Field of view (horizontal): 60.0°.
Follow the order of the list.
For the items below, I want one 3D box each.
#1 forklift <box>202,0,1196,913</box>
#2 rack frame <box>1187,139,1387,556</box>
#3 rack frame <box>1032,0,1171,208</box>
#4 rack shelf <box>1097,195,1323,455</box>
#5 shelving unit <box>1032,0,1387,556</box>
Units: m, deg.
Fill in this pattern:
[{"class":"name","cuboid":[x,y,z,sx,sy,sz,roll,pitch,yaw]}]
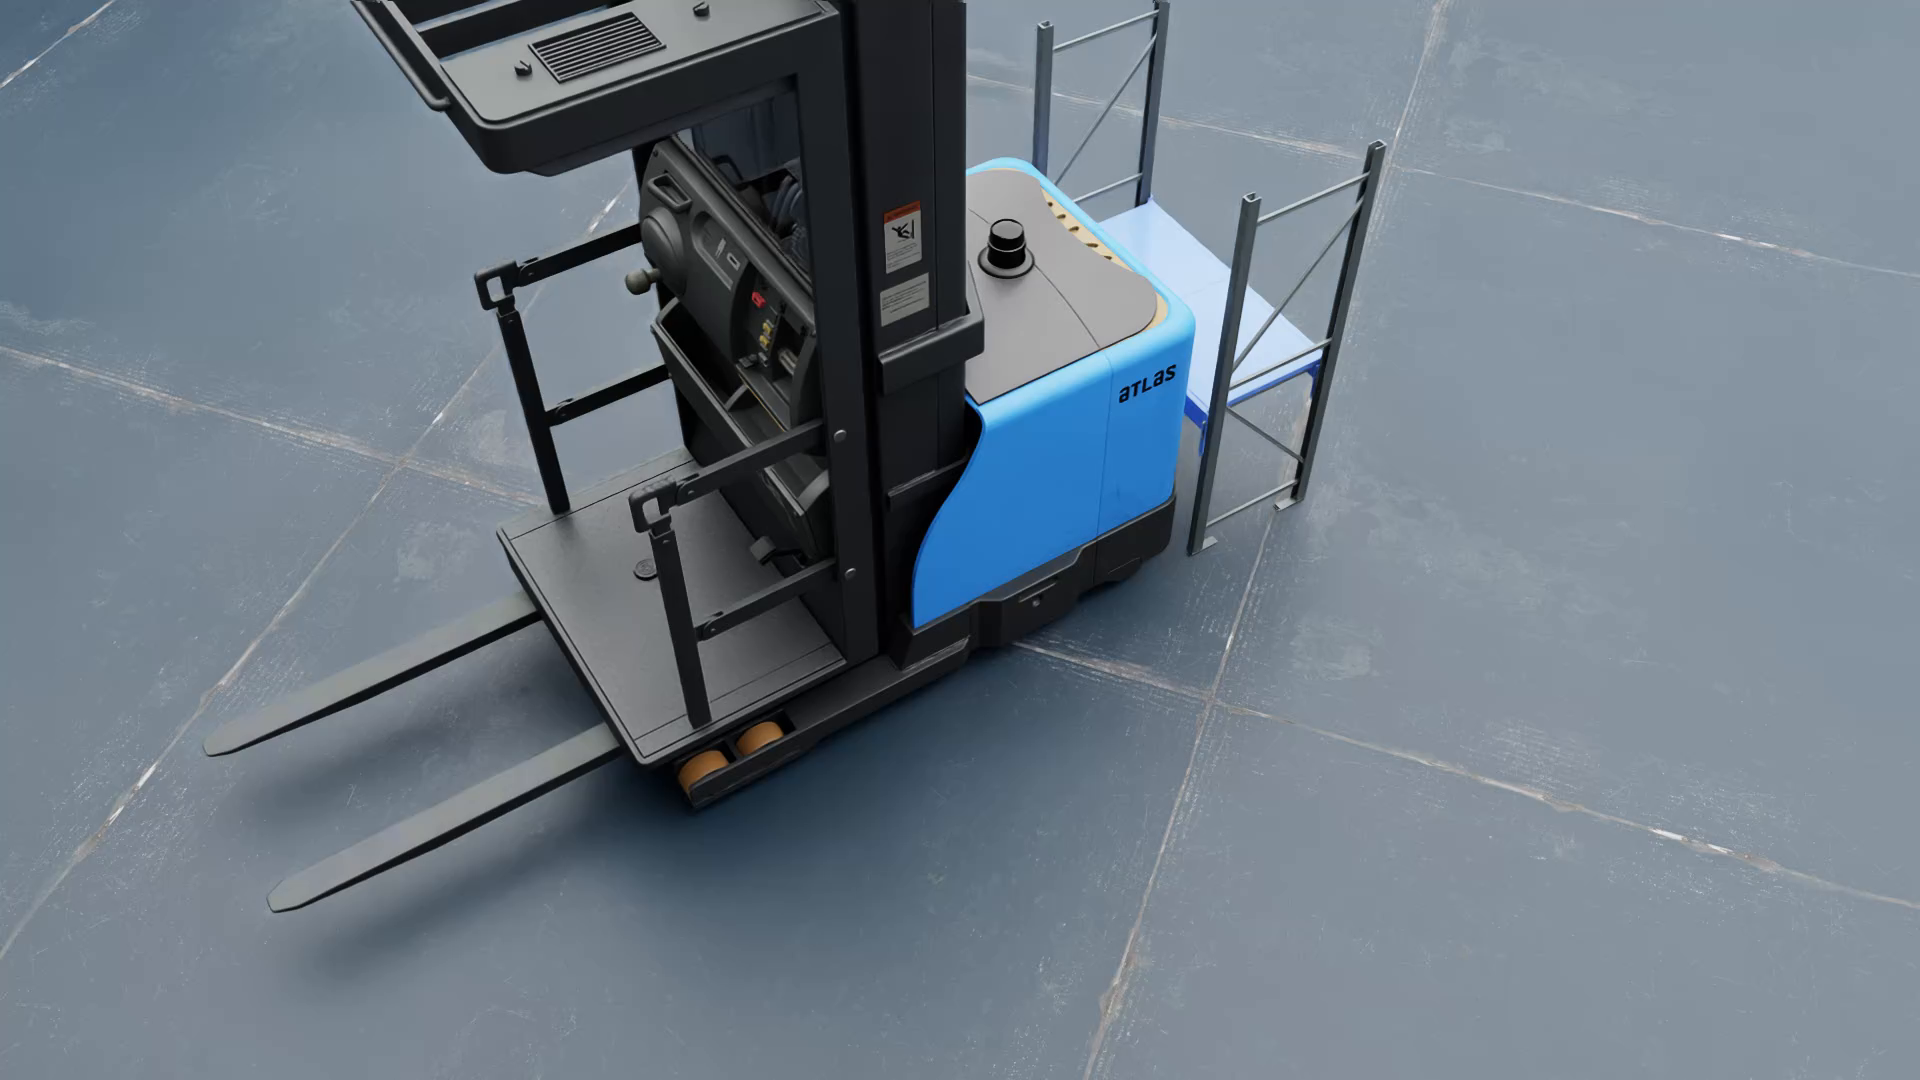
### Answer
[{"class":"forklift","cuboid":[-0.798,-0.622,4.349,3.031,2.935,1.130,-26,54,-21]},{"class":"rack frame","cuboid":[0.999,-0.546,5.231,0.500,1.500,0.032,-25,54,-20]},{"class":"rack frame","cuboid":[0.460,-1.198,5.795,0.500,1.500,0.032,-25,54,-20]},{"class":"rack shelf","cuboid":[0.729,-0.754,5.649,0.538,0.185,1.000,-25,54,-20]},{"class":"shelving unit","cuboid":[0.730,-0.872,5.513,0.538,1.500,1.048,-25,54,-20]}]
